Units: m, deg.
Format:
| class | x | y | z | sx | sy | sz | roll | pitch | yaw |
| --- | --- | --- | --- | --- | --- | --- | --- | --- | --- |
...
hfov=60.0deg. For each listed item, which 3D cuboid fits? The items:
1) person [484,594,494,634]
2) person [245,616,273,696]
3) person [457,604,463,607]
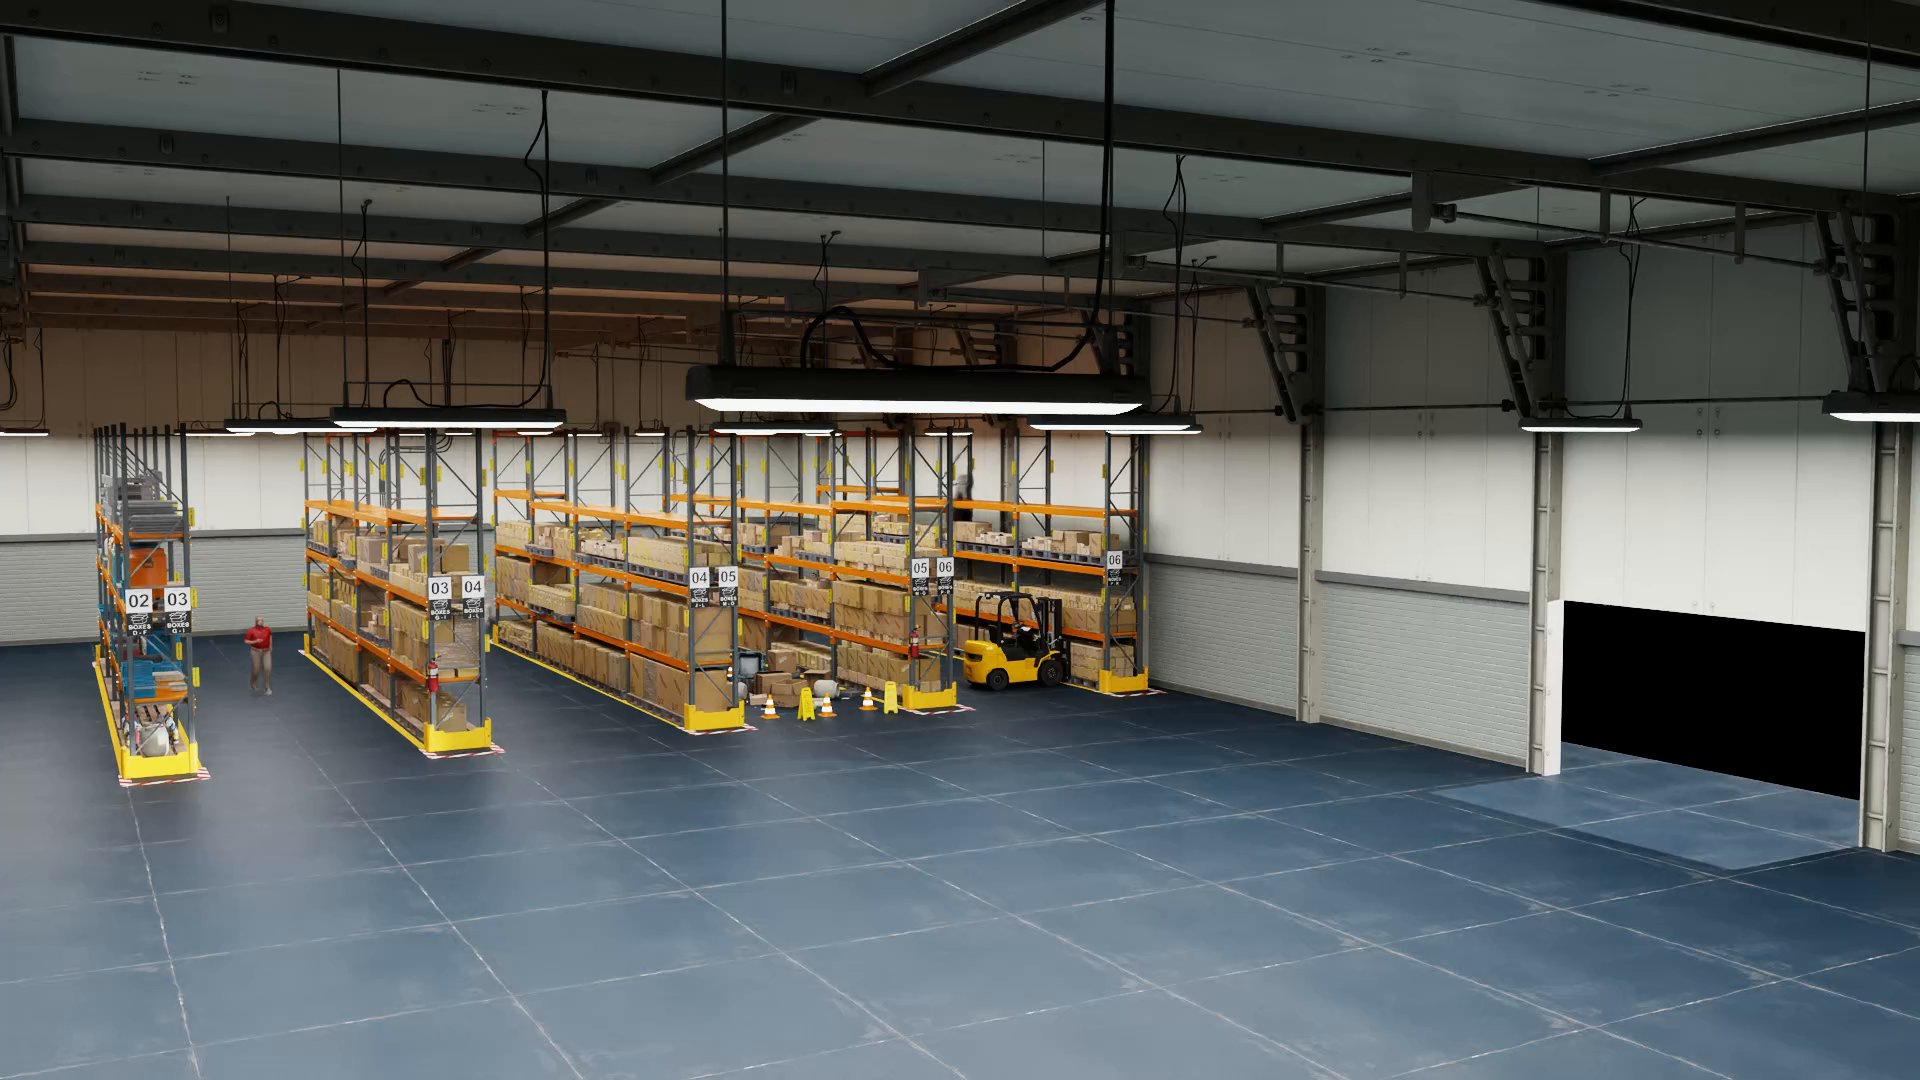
| class | x | y | z | sx | sy | sz | roll | pitch | yaw |
| --- | --- | --- | --- | --- | --- | --- | --- | --- | --- |
| person | -12.443 | 2.223 | 43.311 | 0.639 | 1.744 | 0.645 | -2 | 4 | -28 |
| person | -15.692 | 2.581 | 37.291 | 0.658 | 1.747 | 0.899 | -3 | 5 | -40 |
| person | -13.761 | 2.112 | 45.422 | 0.686 | 1.752 | 0.674 | -1 | 4 | -18 |
